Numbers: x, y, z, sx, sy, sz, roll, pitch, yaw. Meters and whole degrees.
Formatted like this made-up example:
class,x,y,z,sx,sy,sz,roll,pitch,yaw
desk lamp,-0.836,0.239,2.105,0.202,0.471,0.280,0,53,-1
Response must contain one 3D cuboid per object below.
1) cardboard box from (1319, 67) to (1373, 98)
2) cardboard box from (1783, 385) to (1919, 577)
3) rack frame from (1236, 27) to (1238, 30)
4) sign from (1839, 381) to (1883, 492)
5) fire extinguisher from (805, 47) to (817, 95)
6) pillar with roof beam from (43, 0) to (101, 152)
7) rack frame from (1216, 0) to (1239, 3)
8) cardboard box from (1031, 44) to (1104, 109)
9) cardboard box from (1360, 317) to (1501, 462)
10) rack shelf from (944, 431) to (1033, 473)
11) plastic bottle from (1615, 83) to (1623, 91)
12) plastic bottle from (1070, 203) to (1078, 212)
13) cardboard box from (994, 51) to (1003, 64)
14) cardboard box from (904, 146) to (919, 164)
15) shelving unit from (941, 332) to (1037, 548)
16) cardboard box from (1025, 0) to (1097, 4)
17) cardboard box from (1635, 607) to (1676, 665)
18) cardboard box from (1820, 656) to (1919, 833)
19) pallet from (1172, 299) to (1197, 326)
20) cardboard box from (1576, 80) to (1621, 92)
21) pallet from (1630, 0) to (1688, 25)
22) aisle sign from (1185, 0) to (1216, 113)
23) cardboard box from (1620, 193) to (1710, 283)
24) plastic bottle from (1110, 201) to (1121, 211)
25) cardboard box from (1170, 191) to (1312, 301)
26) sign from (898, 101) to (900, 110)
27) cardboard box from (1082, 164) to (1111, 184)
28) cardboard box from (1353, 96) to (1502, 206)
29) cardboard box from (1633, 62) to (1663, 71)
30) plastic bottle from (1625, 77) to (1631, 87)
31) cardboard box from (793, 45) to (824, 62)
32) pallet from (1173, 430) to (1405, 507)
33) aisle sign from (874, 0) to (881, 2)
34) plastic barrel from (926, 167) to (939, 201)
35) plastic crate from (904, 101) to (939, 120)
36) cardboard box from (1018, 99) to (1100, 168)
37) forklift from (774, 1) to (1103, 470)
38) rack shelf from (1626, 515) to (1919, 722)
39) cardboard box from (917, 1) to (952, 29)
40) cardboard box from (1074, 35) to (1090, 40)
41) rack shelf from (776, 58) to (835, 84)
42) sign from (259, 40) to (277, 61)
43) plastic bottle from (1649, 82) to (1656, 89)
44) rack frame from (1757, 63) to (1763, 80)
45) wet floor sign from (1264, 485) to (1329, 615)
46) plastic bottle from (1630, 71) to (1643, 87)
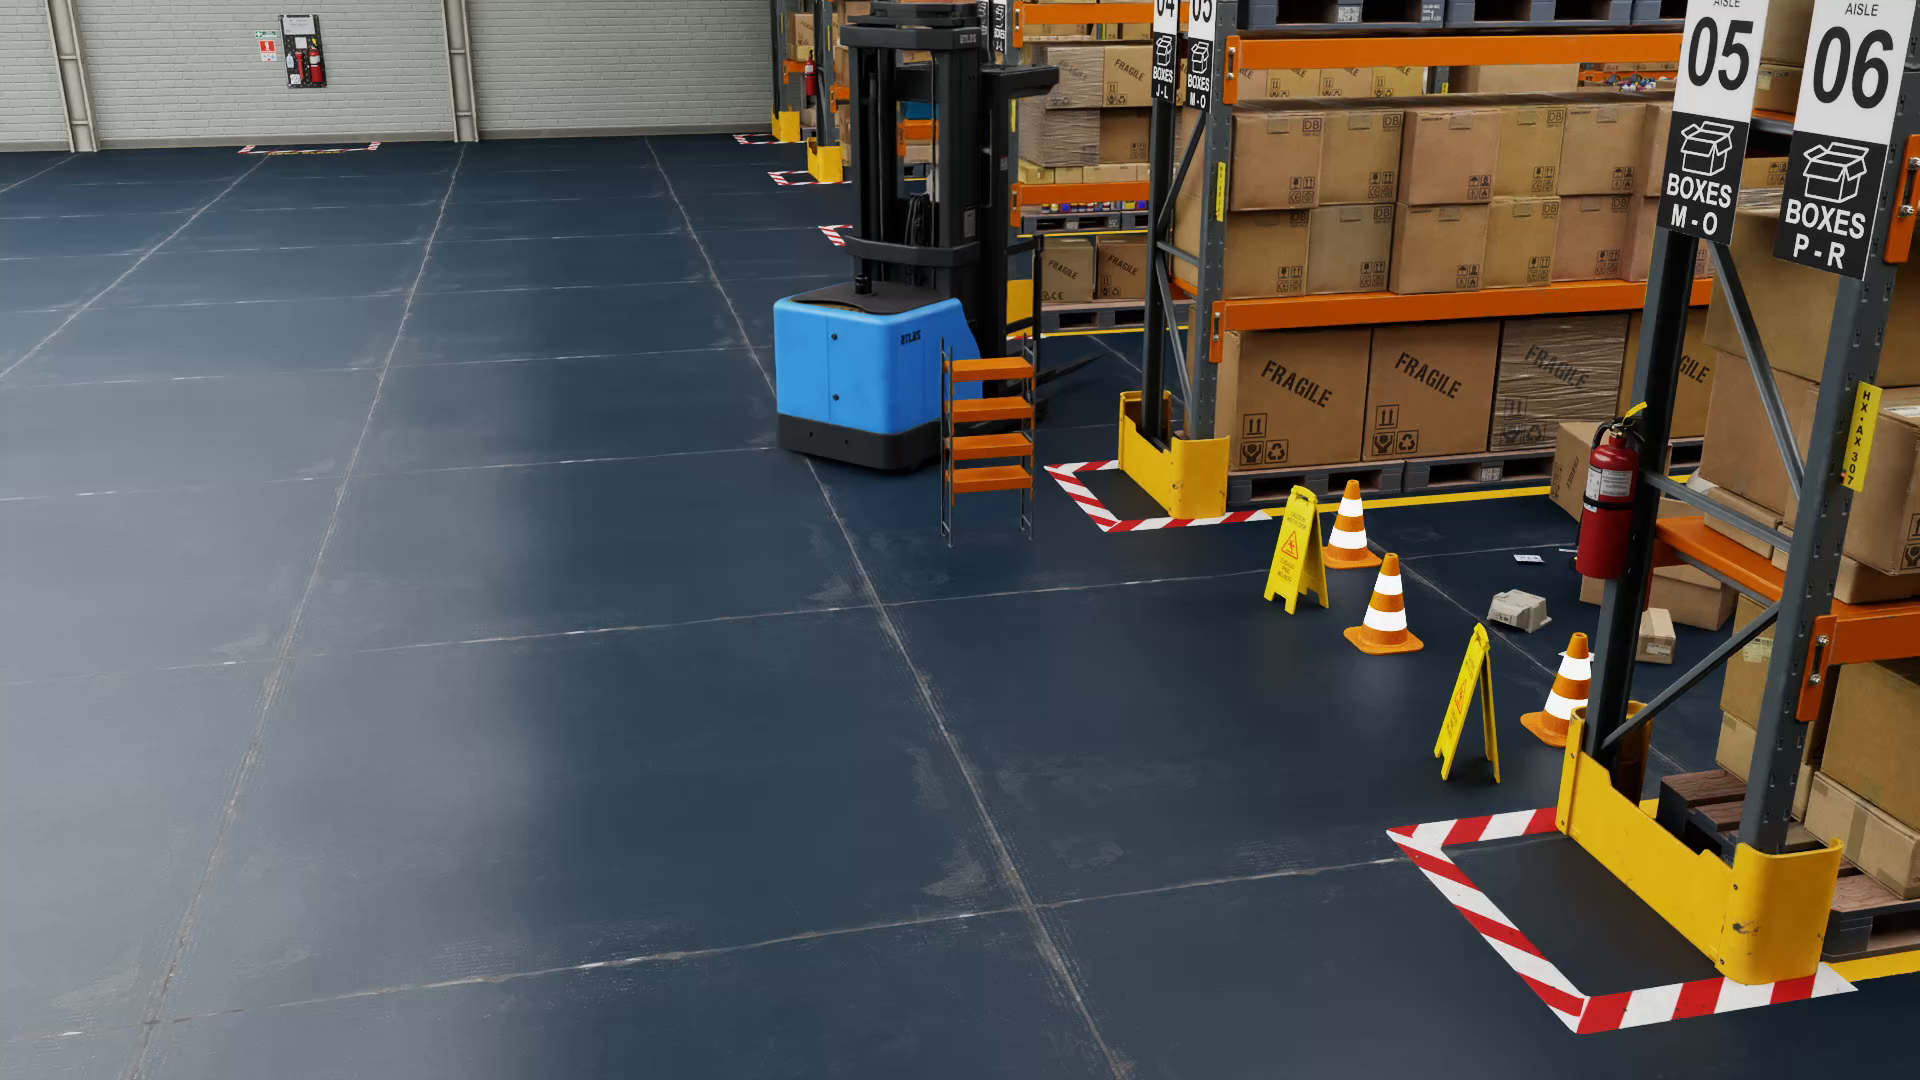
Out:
class,x,y,z,sx,sy,sz,roll,pitch,yaw
cardboard box,3.360,-4.211,14.917,0.500,0.500,0.500,-5,21,-12
cardboard box,3.133,-0.220,5.476,0.500,0.500,0.500,-5,21,-13
rack frame,3.081,-5.380,20.141,0.127,3.000,1.000,-5,21,-12
sign,2.733,-0.313,5.051,0.005,0.325,0.100,-5,21,-12
fire extinguisher,-2.170,-6.832,24.216,0.183,0.674,0.296,-5,21,-12
pillar with roof beam,-13.297,-9.151,21.713,0.400,9.000,9.100,-5,21,-12
rack frame,1.371,-4.554,9.165,0.127,3.000,1.000,-5,21,-12
cardboard box,0.926,-4.014,14.381,0.500,0.500,0.500,-5,21,-12
cardboard box,2.871,-1.083,10.889,0.875,0.875,0.875,-5,21,-13
rack shelf,0.161,-0.513,9.667,0.480,0.148,0.258,-5,21,-12
plastic bottle,8.285,-5.618,20.961,0.133,0.283,0.061,-5,21,-12
plastic bottle,1.358,-4.055,19.852,0.097,0.271,0.097,0,20,0
cardboard box,0.513,-6.966,24.325,0.500,0.500,0.700,-4,21,-12
cardboard box,-0.889,-5.637,24.229,0.500,0.250,0.500,-5,21,-12
shelving unit,0.161,-0.576,9.644,0.503,1.200,0.258,-5,21,-12
cardboard box,0.856,-4.695,14.129,0.500,0.250,0.500,-4,21,-11
cardboard box,3.418,0.470,8.315,0.250,0.149,0.380,6,21,16
cardboard box,3.480,0.680,5.894,0.500,0.500,0.500,-5,21,-14
pallet,2.386,-2.250,15.651,1.213,0.211,1.003,-5,21,-12
cardboard box,5.886,-4.136,15.984,0.637,0.503,0.797,-3,20,-7
pallet,4.465,-3.360,10.393,1.213,0.211,1.003,-5,21,-12
aisle sign,1.371,-2.852,9.460,0.004,0.787,0.394,-5,21,-12
cardboard box,4.377,-2.040,10.805,0.550,0.550,0.875,-5,21,-12
plastic bottle,1.860,-4.108,19.989,0.135,0.276,0.152,-4,21,-11
cardboard box,1.722,-1.852,10.293,0.550,0.550,0.875,-5,21,-12
sign,-0.689,-5.009,18.726,0.005,0.325,0.100,-5,21,-12
cardboard box,1.155,-3.259,14.715,0.250,0.149,0.380,-5,21,-12
cardboard box,2.831,-2.405,10.230,0.550,0.550,0.875,-5,21,-12
cardboard box,10.786,-7.709,26.354,0.500,0.500,0.500,-4,21,-12
plastic bottle,8.705,-5.912,21.763,0.133,0.283,0.061,-5,21,-12
cardboard box,-2.544,-8.251,28.168,0.500,0.250,0.500,-5,21,-14
pallet,2.131,-0.518,10.921,1.213,0.211,1.003,-5,21,-12
aisle sign,-0.950,-6.378,19.086,0.004,0.787,0.394,-5,21,-12
plastic barrel,-0.189,-4.170,19.845,0.421,0.512,0.421,0,20,0
plastic crate,-0.394,-5.134,19.684,0.616,0.251,0.499,-5,21,-12
cardboard box,0.869,-3.627,14.776,0.500,0.500,0.875,-5,21,-12
forklift,-0.002,-2.280,11.778,1.130,2.935,3.031,13,24,32
rack shelf,4.555,0.091,6.251,4.000,0.370,1.077,-5,21,-12
cardboard box,-0.438,-7.499,23.893,0.500,0.500,0.700,-5,21,-12
cardboard box,1.729,-7.297,24.285,0.250,0.149,0.380,-5,21,-13
rack shelf,-1.145,-8.200,28.886,4.000,0.370,1.077,-5,21,-12
sign,-11.424,-8.075,27.445,0.234,0.329,0.001,-5,21,-12
plastic bottle,8.819,-5.674,21.125,0.135,0.276,0.152,-5,21,-12
rack frame,8.113,-4.039,16.480,0.127,3.000,1.000,-5,21,-12
wet floor sign,1.798,0.033,8.786,0.232,0.644,0.267,-8,22,-22
plastic bottle,8.855,-5.963,21.803,0.185,0.351,0.144,-5,21,-12
